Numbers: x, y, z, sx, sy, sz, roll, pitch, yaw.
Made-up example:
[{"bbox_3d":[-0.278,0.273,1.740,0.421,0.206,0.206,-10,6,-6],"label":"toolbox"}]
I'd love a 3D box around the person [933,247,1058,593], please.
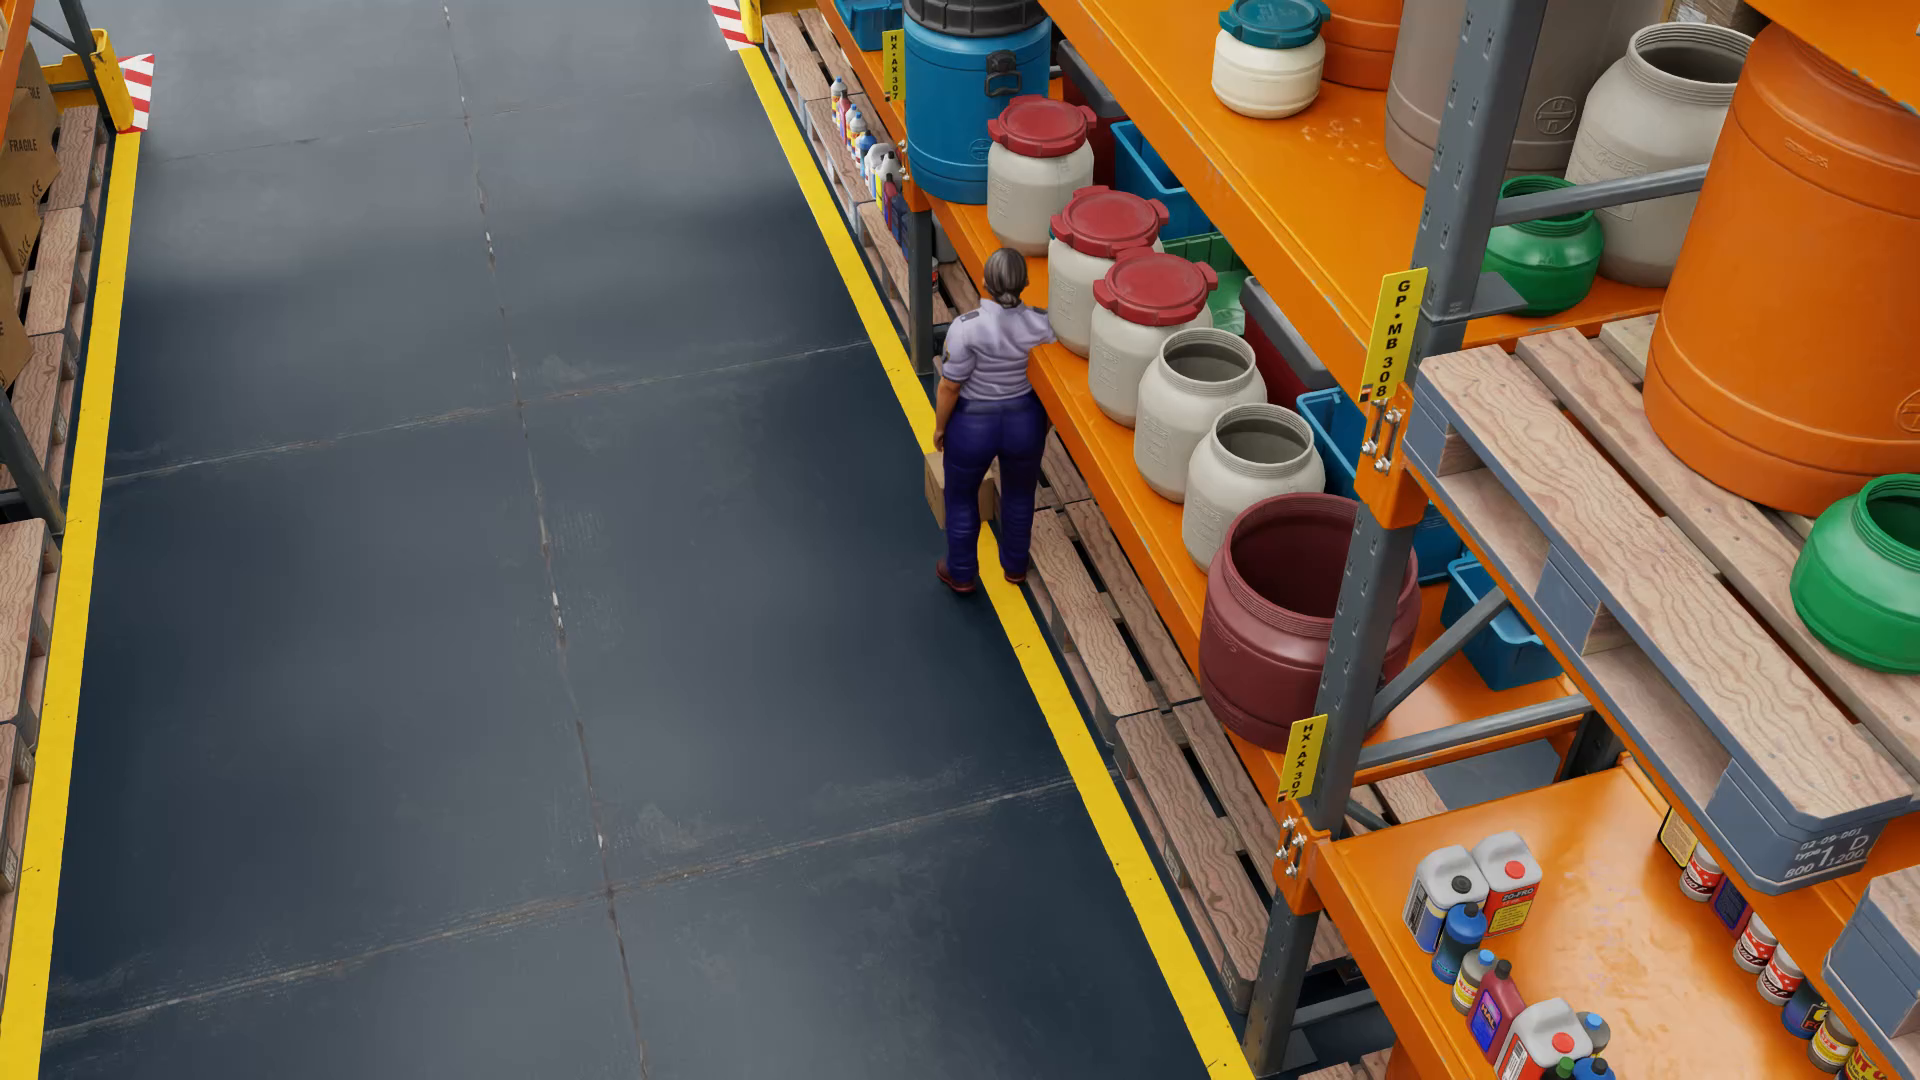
[{"bbox_3d":[0.145,-0.458,6.666,0.516,1.693,0.386,-7,43,-8],"label":"person"}]
